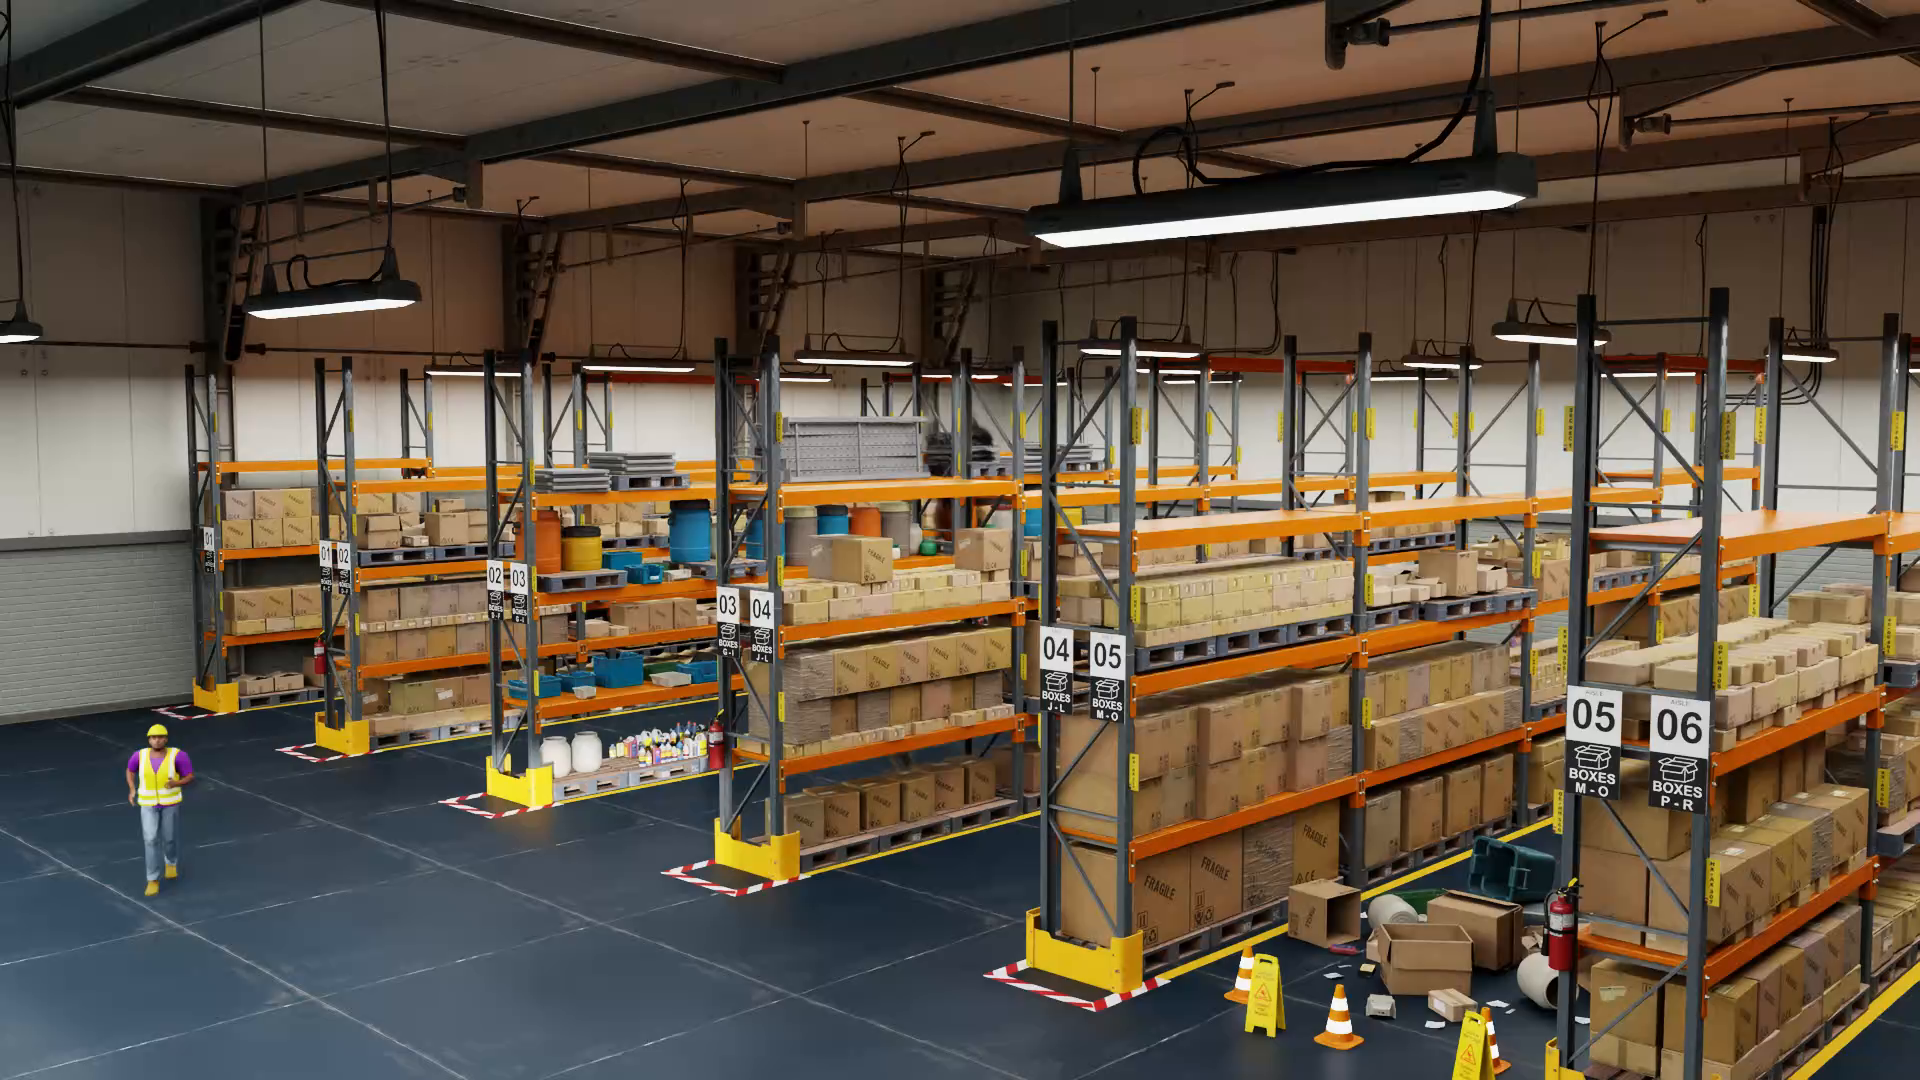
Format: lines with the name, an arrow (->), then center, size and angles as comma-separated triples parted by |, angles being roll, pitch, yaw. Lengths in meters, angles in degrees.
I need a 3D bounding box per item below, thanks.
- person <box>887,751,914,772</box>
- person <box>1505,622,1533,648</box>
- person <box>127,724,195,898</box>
person -> -0.902, 2.544, 23.141 | 0.650, 1.688, 0.601 | 3, 5, 31
person -> 9.693, 2.184, 28.722 | 0.560, 1.541, 0.522 | 2, 5, 25
person -> -8.680, 2.883, 18.054 | 0.683, 1.793, 0.827 | -2, 5, -20
